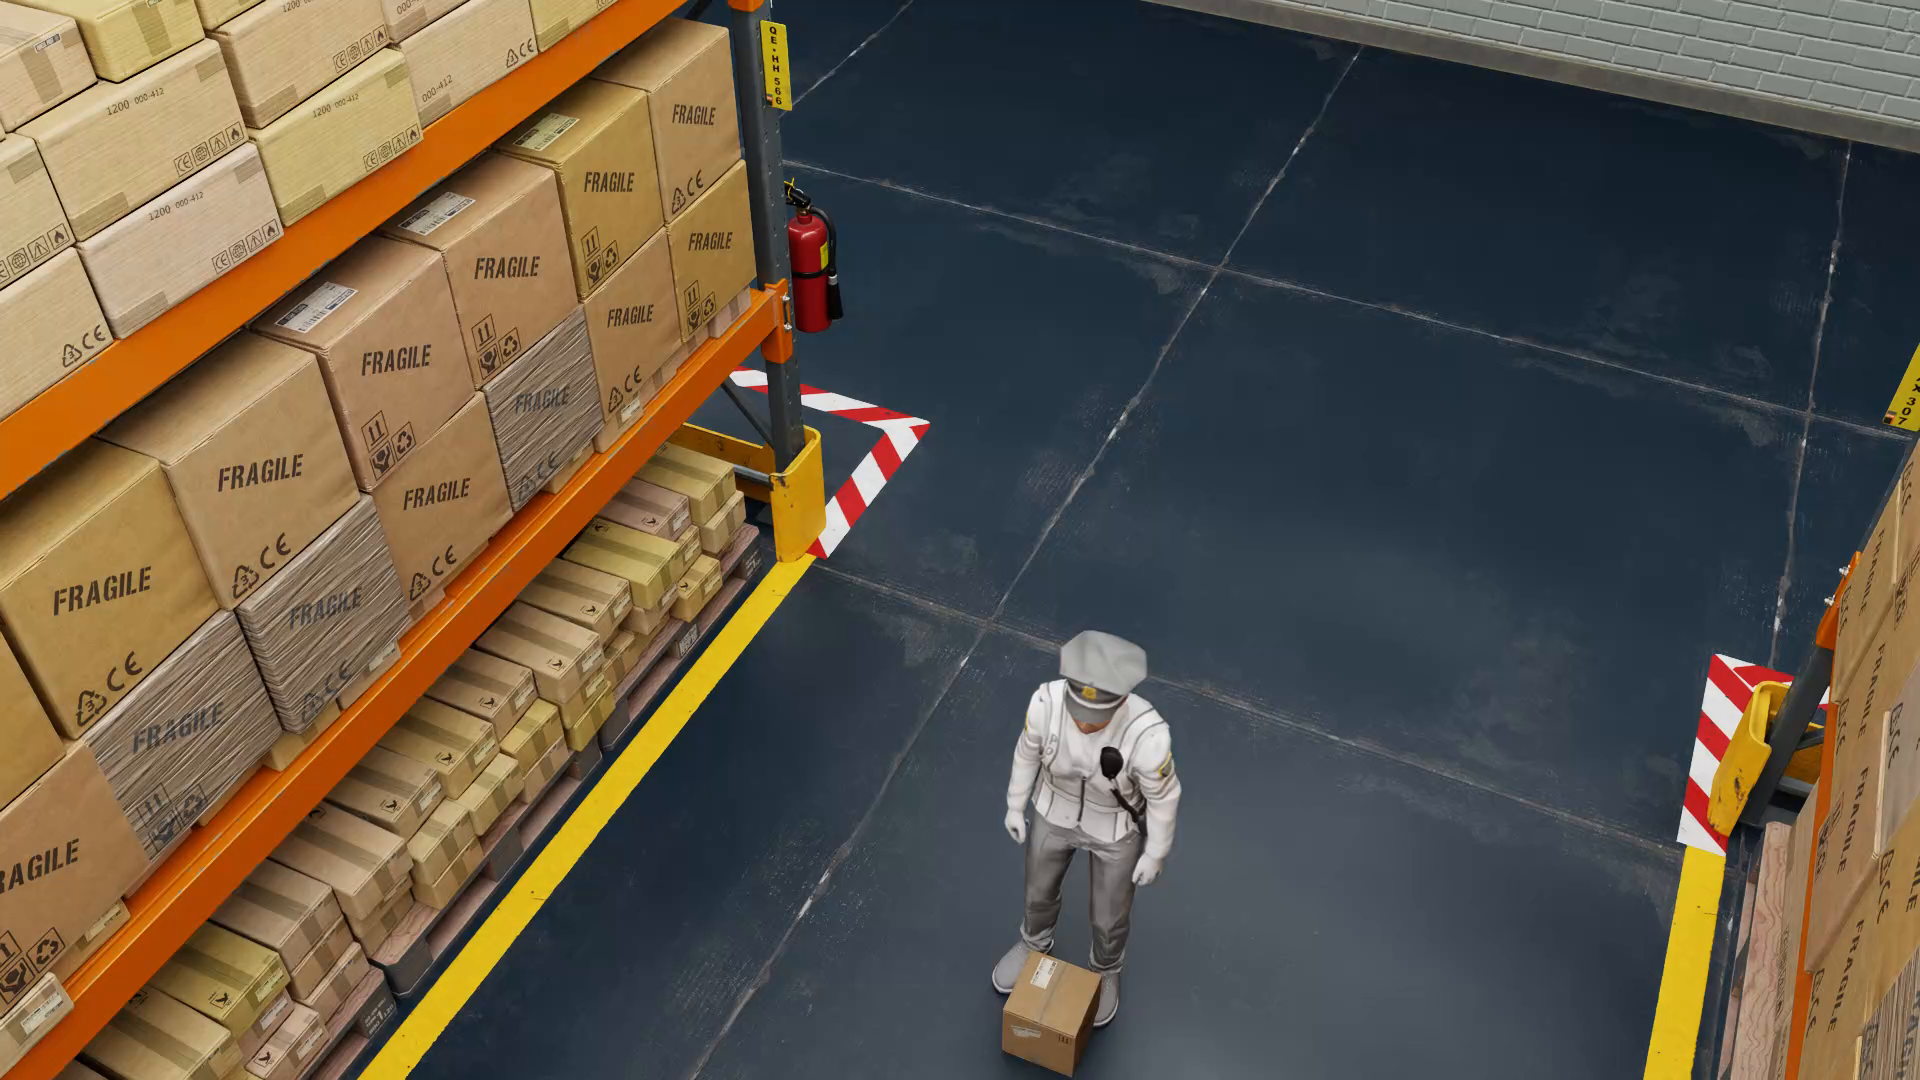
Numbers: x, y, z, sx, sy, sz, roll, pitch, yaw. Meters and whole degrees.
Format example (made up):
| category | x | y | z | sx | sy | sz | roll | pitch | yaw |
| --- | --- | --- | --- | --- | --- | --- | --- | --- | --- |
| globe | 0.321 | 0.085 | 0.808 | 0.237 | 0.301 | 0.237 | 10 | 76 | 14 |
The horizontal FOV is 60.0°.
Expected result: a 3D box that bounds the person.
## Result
| category | x | y | z | sx | sy | sz | roll | pitch | yaw |
| --- | --- | --- | --- | --- | --- | --- | --- | --- | --- |
| person | 0.397 | 0.895 | 5.173 | 0.536 | 1.662 | 0.379 | 17 | 45 | 18 |
